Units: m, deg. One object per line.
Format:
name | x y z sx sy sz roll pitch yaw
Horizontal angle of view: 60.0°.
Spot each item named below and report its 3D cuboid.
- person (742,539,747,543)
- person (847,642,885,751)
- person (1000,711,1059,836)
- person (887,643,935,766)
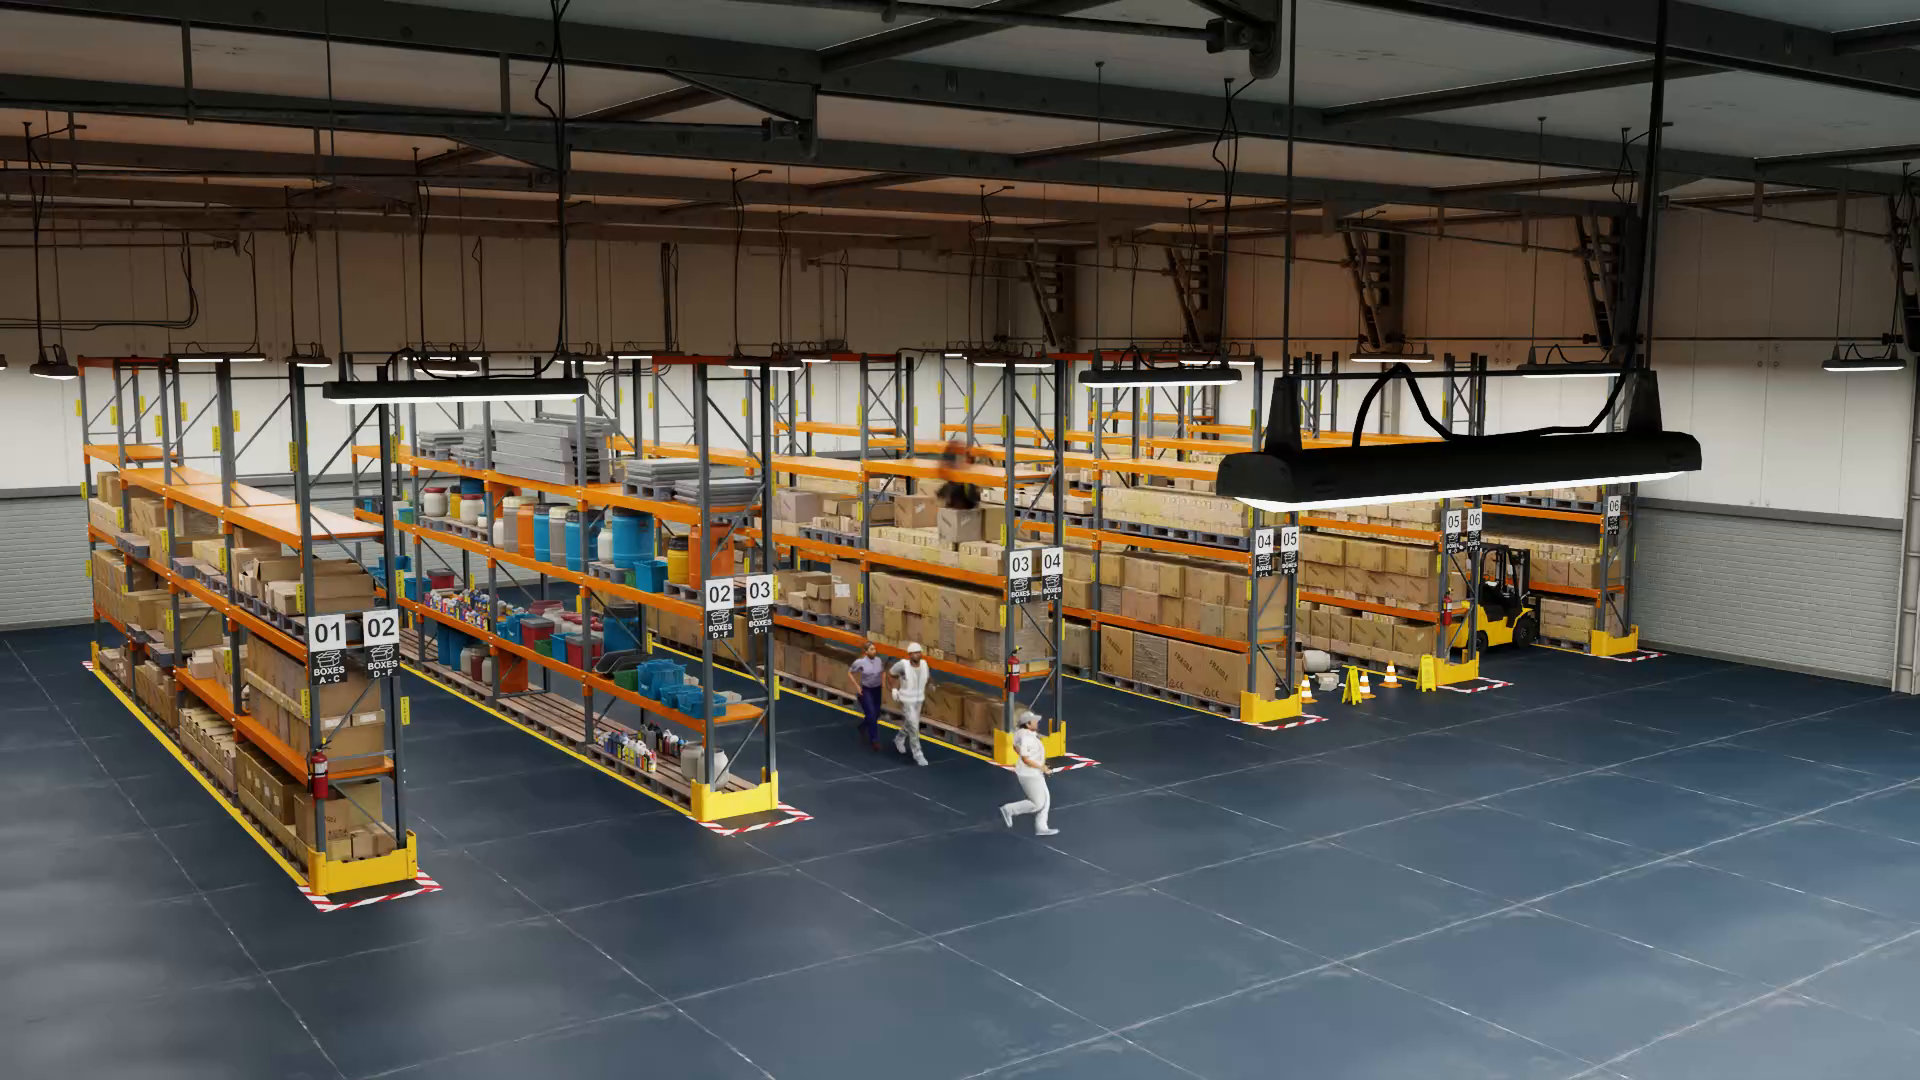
person | -5.109 0.785 39.246 0.613 1.640 0.849 -3 7 -22
person | -1.406 2.393 25.818 0.627 1.639 0.760 -6 9 -39
person | 0.879 2.976 21.164 0.769 1.624 0.621 -1 7 -5
person | -0.734 2.418 25.000 0.611 1.800 0.960 -6 9 -40
